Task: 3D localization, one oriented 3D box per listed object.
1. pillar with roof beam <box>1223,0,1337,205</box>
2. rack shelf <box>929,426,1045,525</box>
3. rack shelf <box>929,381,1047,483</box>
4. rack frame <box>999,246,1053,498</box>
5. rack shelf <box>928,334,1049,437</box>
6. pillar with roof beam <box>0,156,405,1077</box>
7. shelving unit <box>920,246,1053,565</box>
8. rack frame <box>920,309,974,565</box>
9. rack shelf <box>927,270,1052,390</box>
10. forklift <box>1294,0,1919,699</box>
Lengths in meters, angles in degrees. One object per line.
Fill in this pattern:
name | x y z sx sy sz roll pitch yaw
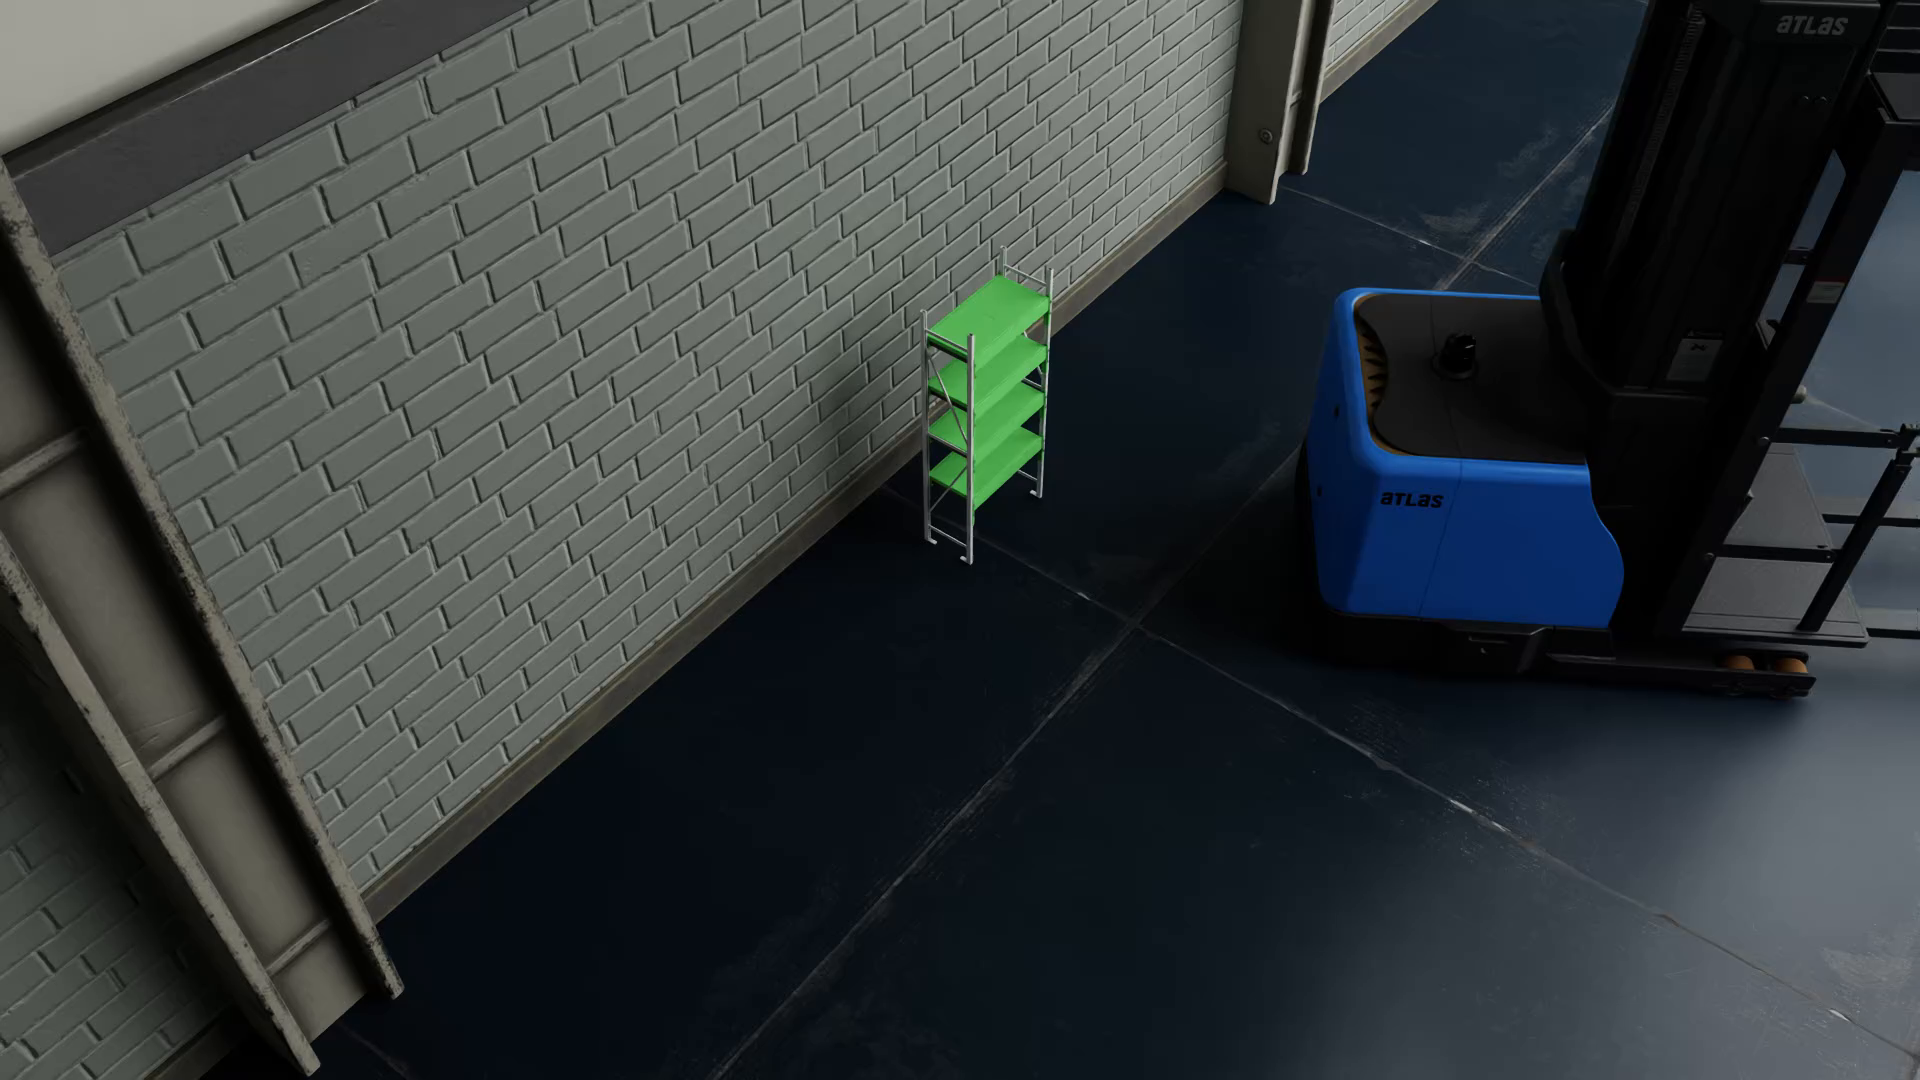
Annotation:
pillar with roof beam | 5.000 -3.110 3.663 9.100 9.000 0.400 29 53 25
rack shelf | 0.101 -0.299 6.791 0.258 0.148 0.480 29 53 25
rack shelf | 0.101 -0.465 6.618 0.258 0.148 0.480 29 53 25
rack frame | 0.250 -0.649 6.705 0.240 1.200 0.015 29 53 25
rack shelf | 0.101 -0.631 6.444 0.258 0.148 0.480 29 53 25
pillar with roof beam | 1.331 0.323 0.383 9.100 9.000 0.400 29 53 25
shelving unit | 0.101 -0.509 6.571 0.258 1.200 0.503 29 53 25
rack frame | -0.048 -0.370 6.438 0.240 1.200 0.015 29 53 25
rack shelf | 0.101 -0.797 6.270 0.258 0.148 0.480 29 53 25
forklift | 2.892 -0.811 5.662 3.031 2.935 1.130 3 46 3
